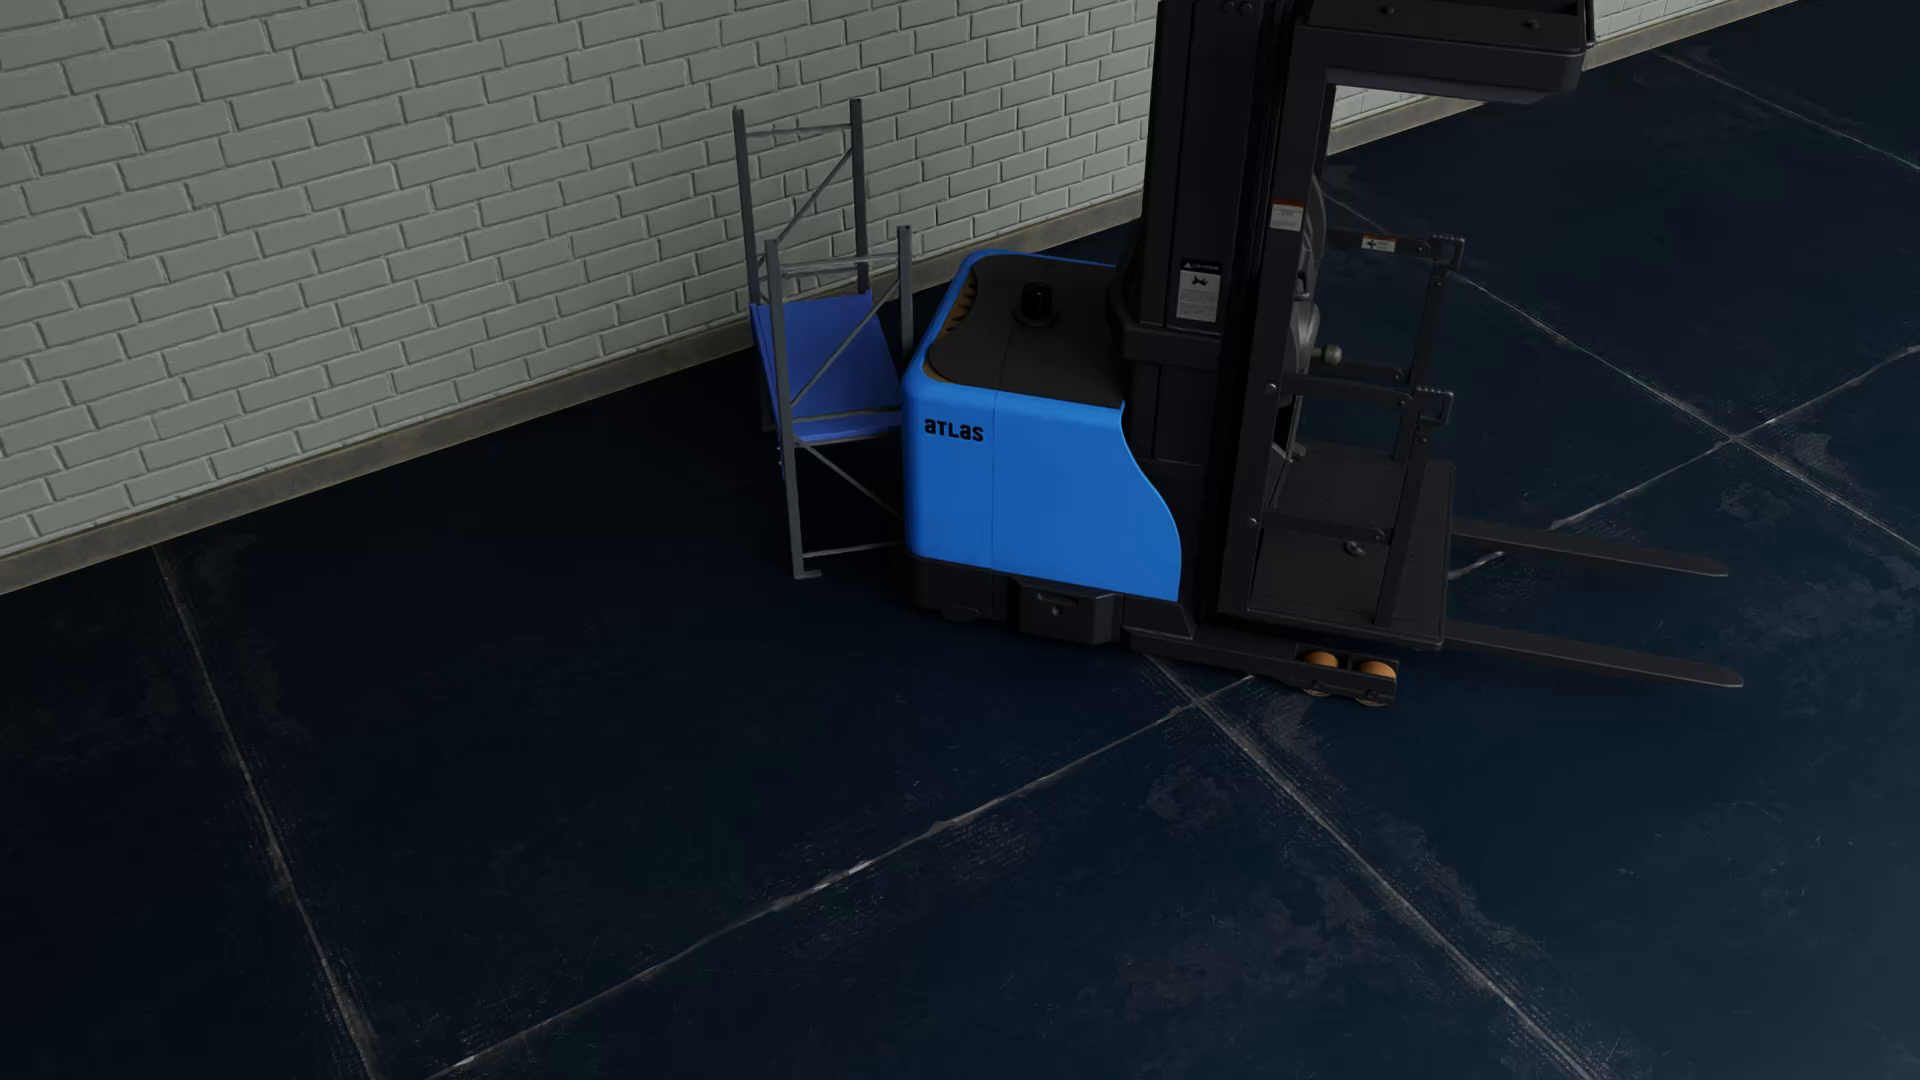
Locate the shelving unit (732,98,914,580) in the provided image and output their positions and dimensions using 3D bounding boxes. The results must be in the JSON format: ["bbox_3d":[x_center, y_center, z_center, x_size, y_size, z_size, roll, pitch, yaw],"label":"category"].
[{"bbox_3d":[-0.521,-0.781,6.516,0.538,1.500,1.048,-8,40,-9],"label":"shelving unit"}]

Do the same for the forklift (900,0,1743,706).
[{"bbox_3d":[1.353,-0.903,5.544,3.031,2.935,1.130,10,41,12],"label":"forklift"}]

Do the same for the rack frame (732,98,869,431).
[{"bbox_3d":[-0.628,-1.099,6.897,0.500,1.500,0.032,-8,40,-9],"label":"rack frame"}]

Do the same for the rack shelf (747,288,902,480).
[{"bbox_3d":[-0.521,-0.643,6.631,0.538,0.185,1.000,-8,40,-9],"label":"rack shelf"}]

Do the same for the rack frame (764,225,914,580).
[{"bbox_3d":[-0.415,-0.463,6.134,0.500,1.500,0.032,-8,40,-9],"label":"rack frame"}]
